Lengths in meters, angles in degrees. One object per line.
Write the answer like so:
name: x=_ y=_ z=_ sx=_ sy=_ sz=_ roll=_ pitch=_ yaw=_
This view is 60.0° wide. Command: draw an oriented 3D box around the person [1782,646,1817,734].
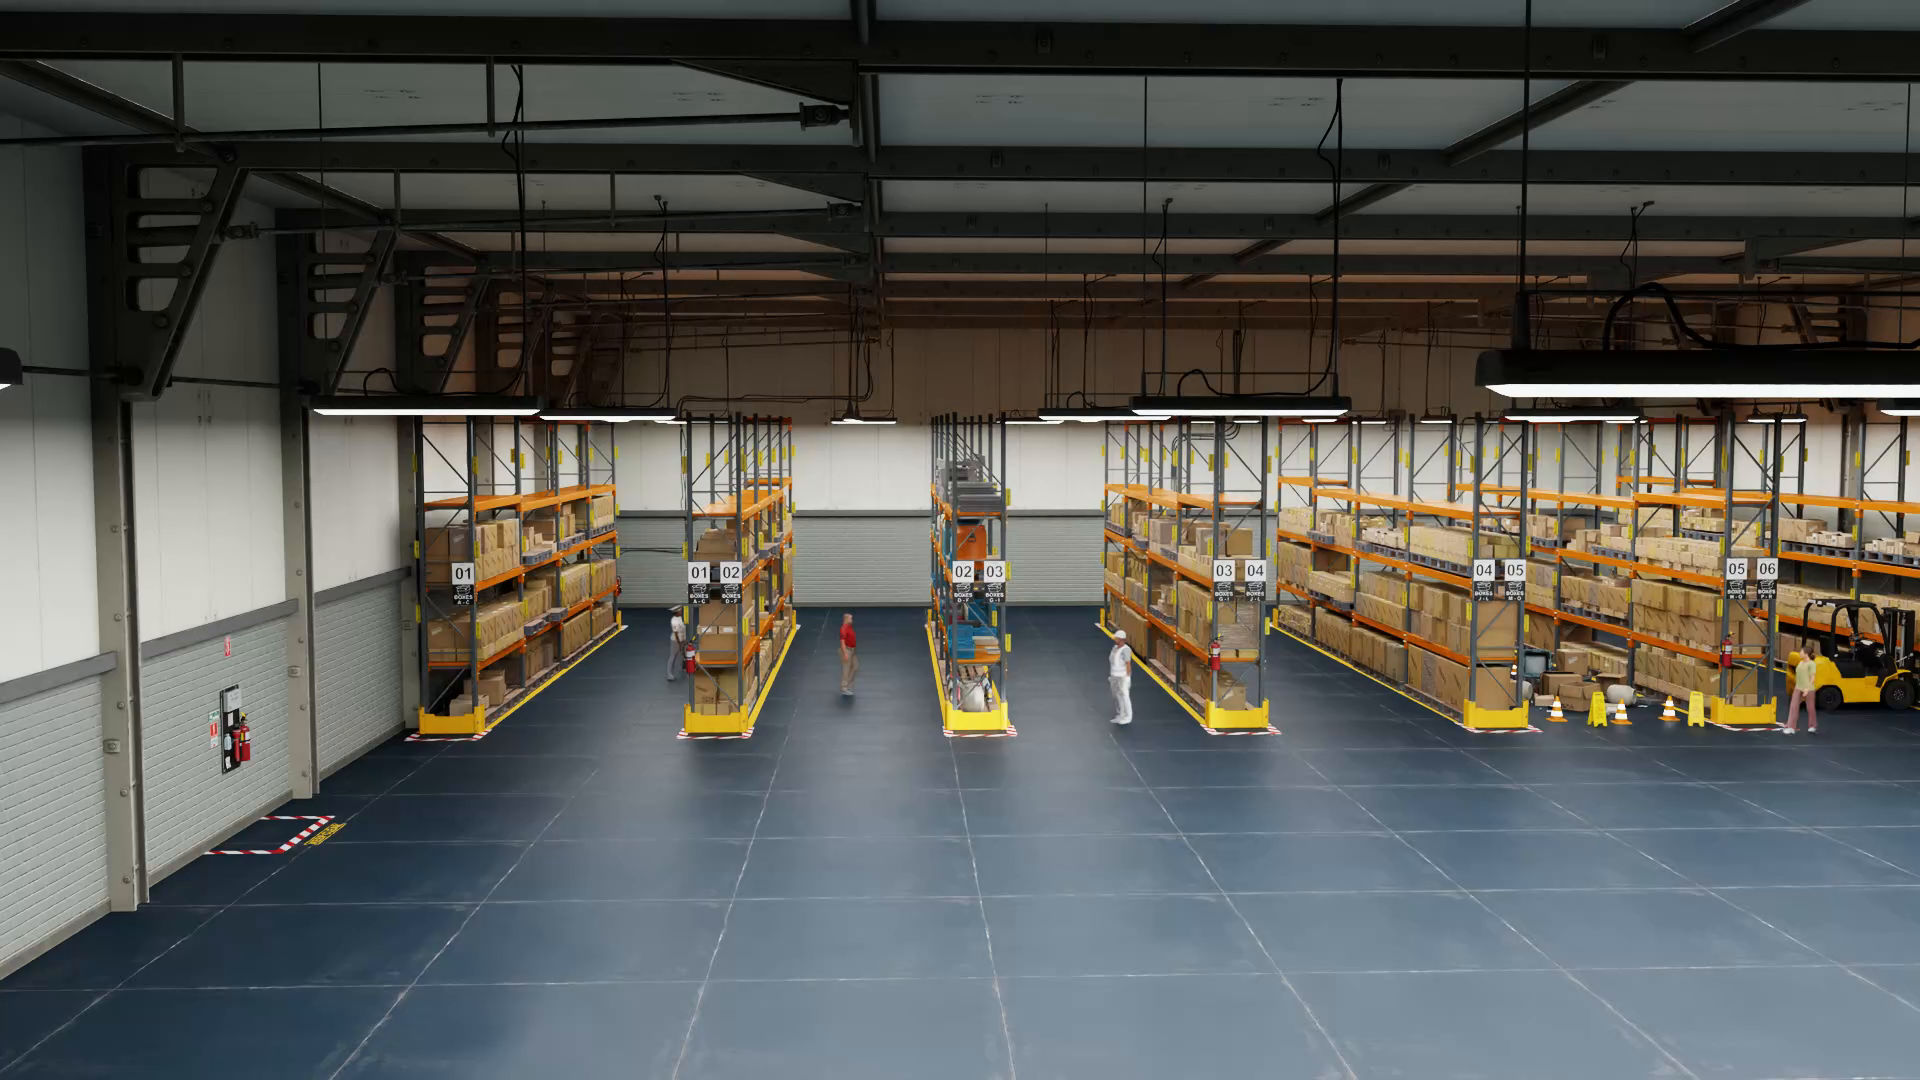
person: x=15.658 y=2.785 z=30.861 sx=0.969 sy=1.615 sz=0.421 roll=-3 pitch=5 yaw=-35

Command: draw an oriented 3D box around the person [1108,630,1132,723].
person: x=3.096 y=2.650 z=32.089 sx=0.370 sy=1.820 sz=0.667 roll=-2 pitch=4 yaw=-26

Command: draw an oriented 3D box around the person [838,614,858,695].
person: x=-2.429 y=2.475 z=35.657 sx=0.369 sy=1.795 sz=0.622 roll=1 pitch=4 yaw=14

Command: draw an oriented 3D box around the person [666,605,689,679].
person: x=-6.374 y=2.324 z=37.818 sx=0.520 sy=1.717 sz=0.621 roll=2 pitch=4 yaw=22
